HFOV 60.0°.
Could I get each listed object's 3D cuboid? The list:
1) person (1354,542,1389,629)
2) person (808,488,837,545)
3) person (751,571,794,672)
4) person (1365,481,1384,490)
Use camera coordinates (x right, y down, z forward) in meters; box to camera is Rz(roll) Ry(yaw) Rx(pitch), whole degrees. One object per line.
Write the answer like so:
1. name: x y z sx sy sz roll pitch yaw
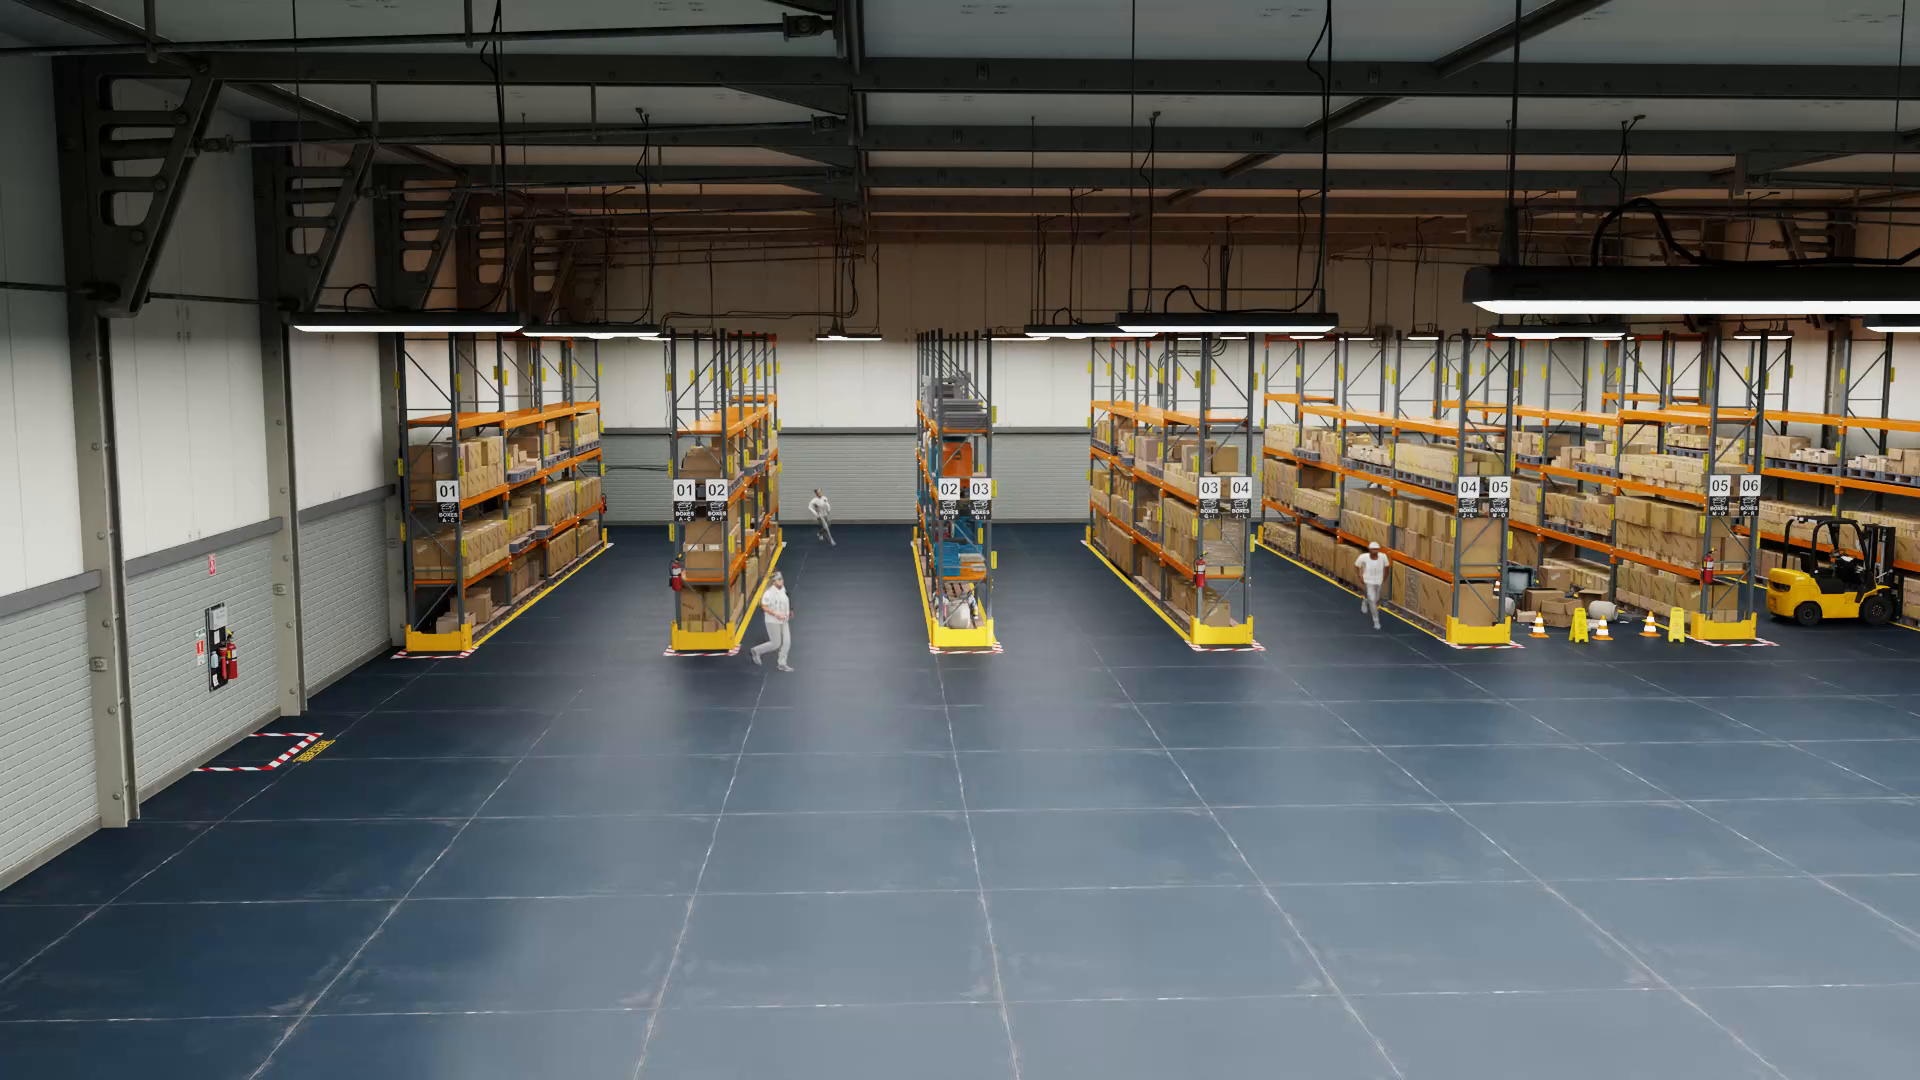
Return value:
1. person: 8.400 0.886 33.932 0.700 1.754 1.005 -1 7 -7
2. person: -4.001 -0.678 47.487 0.640 1.650 0.844 -6 9 -39
3. person: -3.261 1.421 29.272 0.771 1.777 0.668 4 8 29
4. person: 12.484 -1.087 50.289 0.918 1.834 0.671 -1 7 -12
